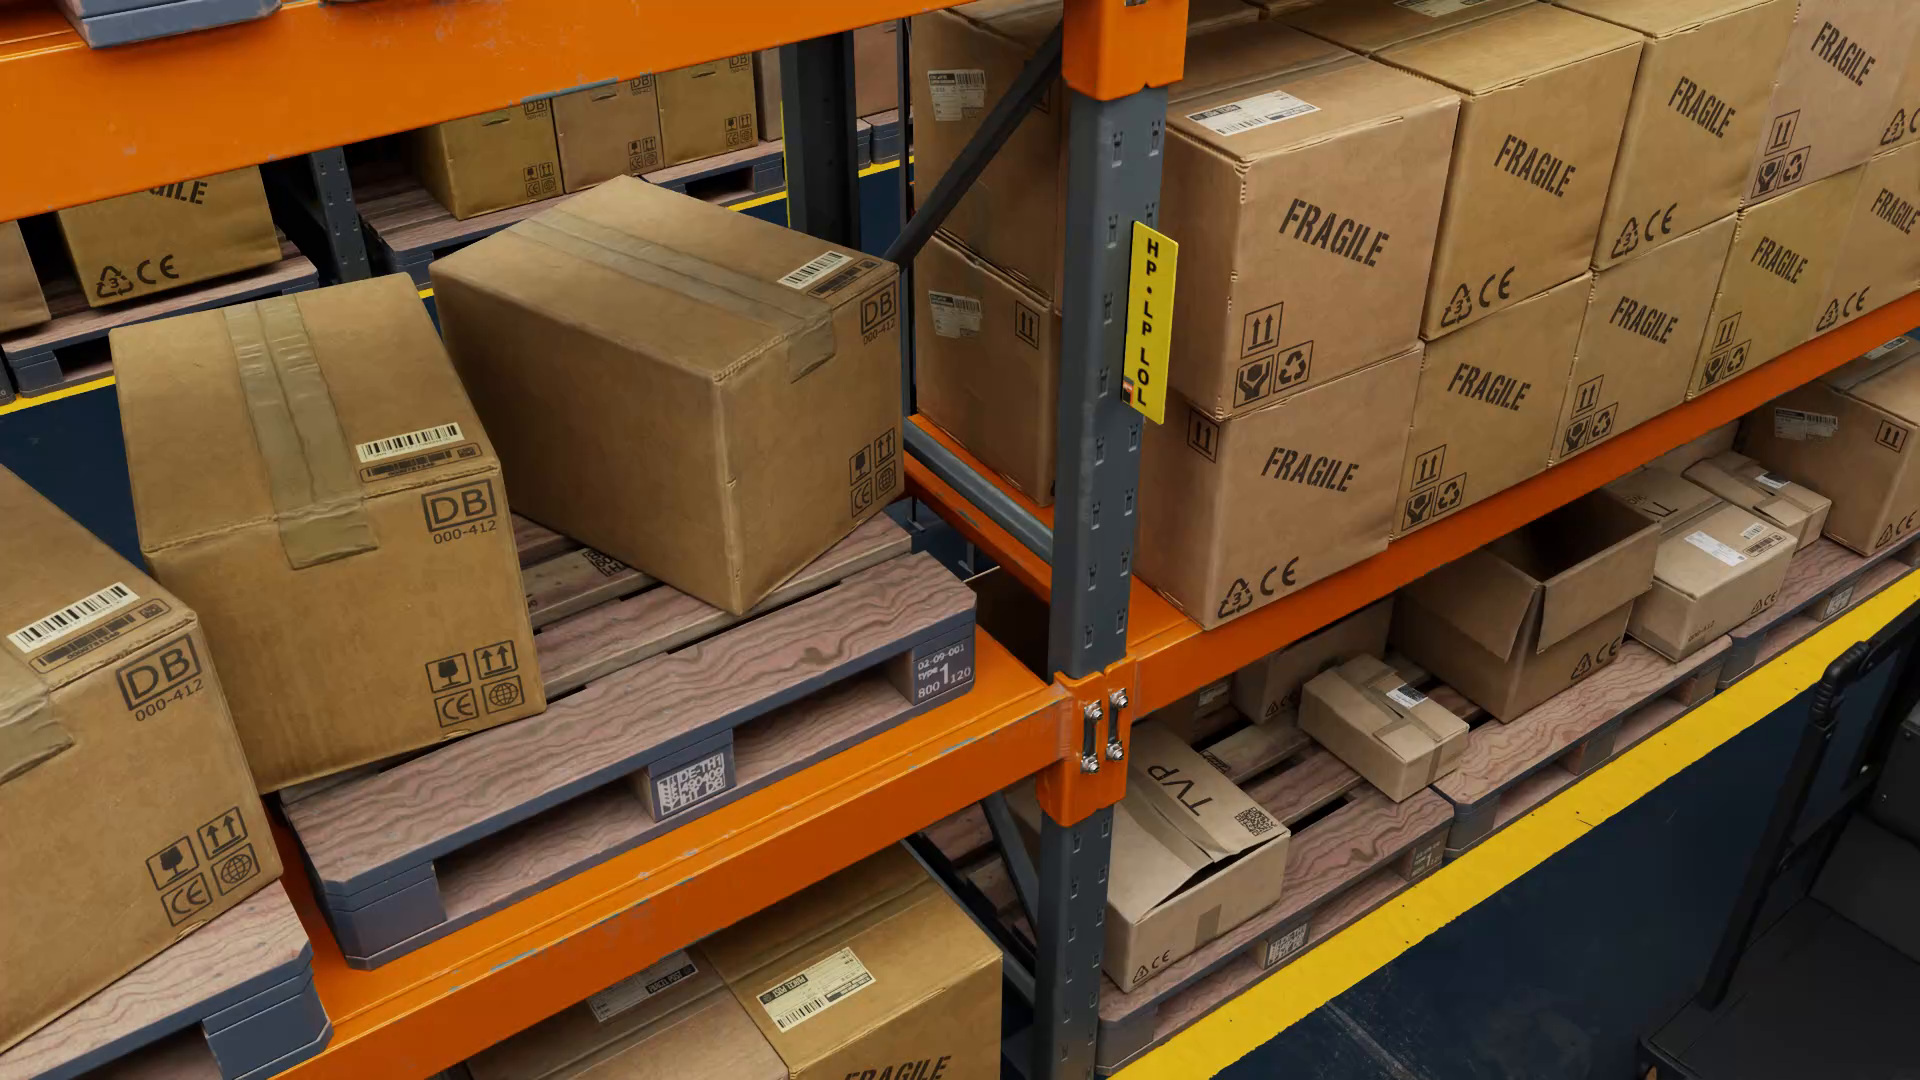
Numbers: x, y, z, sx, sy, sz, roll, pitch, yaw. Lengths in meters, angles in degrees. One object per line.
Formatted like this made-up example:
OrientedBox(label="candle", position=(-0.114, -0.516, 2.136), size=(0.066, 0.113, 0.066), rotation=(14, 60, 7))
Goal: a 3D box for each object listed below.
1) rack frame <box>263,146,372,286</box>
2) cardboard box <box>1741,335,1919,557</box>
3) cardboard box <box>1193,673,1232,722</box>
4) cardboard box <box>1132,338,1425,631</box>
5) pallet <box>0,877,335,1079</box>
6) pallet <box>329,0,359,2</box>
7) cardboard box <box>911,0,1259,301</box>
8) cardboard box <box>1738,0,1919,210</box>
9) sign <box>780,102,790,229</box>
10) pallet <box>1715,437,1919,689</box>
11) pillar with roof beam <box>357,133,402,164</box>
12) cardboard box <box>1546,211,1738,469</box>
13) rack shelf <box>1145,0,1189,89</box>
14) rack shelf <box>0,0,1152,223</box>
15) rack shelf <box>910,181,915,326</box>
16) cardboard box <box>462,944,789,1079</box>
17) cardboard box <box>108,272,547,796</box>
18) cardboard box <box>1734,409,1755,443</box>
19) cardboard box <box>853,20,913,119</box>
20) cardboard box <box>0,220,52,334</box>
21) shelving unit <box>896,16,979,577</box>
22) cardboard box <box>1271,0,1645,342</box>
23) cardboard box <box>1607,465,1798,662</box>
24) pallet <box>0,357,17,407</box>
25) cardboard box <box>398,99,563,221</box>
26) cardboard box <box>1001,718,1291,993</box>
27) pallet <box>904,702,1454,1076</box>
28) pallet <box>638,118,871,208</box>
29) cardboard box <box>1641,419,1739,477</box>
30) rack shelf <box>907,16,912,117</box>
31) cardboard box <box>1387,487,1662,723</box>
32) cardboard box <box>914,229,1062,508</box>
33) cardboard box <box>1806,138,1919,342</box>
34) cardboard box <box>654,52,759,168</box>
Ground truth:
OrientedBox(label="rack frame", position=(-2.876, -2.501, 6.658), size=(0.127, 3.000, 1.000), rotation=(-22, 41, -28))
OrientedBox(label="cardboard box", position=(2.948, -0.347, 5.427), size=(0.500, 0.500, 0.500), rotation=(-22, 41, -28))
OrientedBox(label="cardboard box", position=(0.555, 0.359, 4.747), size=(0.250, 0.149, 0.380), rotation=(-22, 41, -28))
OrientedBox(label="cardboard box", position=(0.554, -0.220, 3.401), size=(0.500, 0.500, 0.500), rotation=(-21, 41, -27))
OrientedBox(label="pallet", position=(-1.702, 0.629, 2.471), size=(1.213, 0.211, 1.003), rotation=(-22, 41, -28))
OrientedBox(label="pallet", position=(-0.593, -1.094, 2.293), size=(1.003, 0.211, 1.213), rotation=(-22, 41, -28))
OrientedBox(label="cardboard box", position=(0.245, -0.878, 3.460), size=(0.500, 0.500, 0.500), rotation=(-22, 41, -28))
OrientedBox(label="cardboard box", position=(1.791, -1.129, 3.809), size=(0.500, 0.500, 0.500), rotation=(-21, 41, -27))
OrientedBox(label="sign", position=(-0.338, -0.746, 3.476), size=(0.005, 0.325, 0.100), rotation=(-22, 41, -28))
OrientedBox(label="pallet", position=(2.537, -0.057, 5.649), size=(1.213, 0.211, 1.003), rotation=(-22, 41, -28))
OrientedBox(label="pillar with roof beam", position=(-0.322, -3.530, 2.951), size=(0.400, 9.000, 9.100), rotation=(-22, 41, -28))
OrientedBox(label="cardboard box", position=(1.381, -0.561, 3.875), size=(0.500, 0.500, 0.500), rotation=(-23, 41, -28))
OrientedBox(label="rack shelf", position=(1.615, -1.736, 3.642), size=(4.000, 0.370, 1.077), rotation=(-22, 41, -28))
OrientedBox(label="rack shelf", position=(-1.654, -0.391, 1.772), size=(4.000, 0.370, 1.077), rotation=(-22, 41, -28))
OrientedBox(label="rack shelf", position=(0.135, -0.897, 5.222), size=(0.480, 0.518, 0.431), rotation=(-22, 41, -28))
OrientedBox(label="cardboard box", position=(-0.667, 1.163, 3.328), size=(0.500, 0.500, 0.500), rotation=(-22, 41, -28))
OrientedBox(label="cardboard box", position=(-1.061, -0.035, 2.784), size=(0.500, 0.500, 0.700), rotation=(-16, 39, -21))
OrientedBox(label="cardboard box", position=(2.710, -0.528, 5.980), size=(0.250, 0.149, 0.380), rotation=(-22, 41, -28))
OrientedBox(label="cardboard box", position=(-0.530, -2.550, 8.508), size=(0.500, 0.500, 0.700), rotation=(-22, 41, -28))
OrientedBox(label="cardboard box", position=(-4.057, -1.218, 6.355), size=(0.750, 0.750, 0.750), rotation=(-21, 41, -27))
OrientedBox(label="shelving unit", position=(0.135, -0.908, 5.214), size=(0.503, 2.100, 0.431), rotation=(-22, 41, -28))
OrientedBox(label="cardboard box", position=(0.949, -0.782, 3.327), size=(0.500, 0.500, 0.500), rotation=(-24, 42, -29))
OrientedBox(label="cardboard box", position=(2.154, 0.060, 5.076), size=(0.500, 0.250, 0.500), rotation=(-22, 41, -28))
OrientedBox(label="pallet", position=(-4.462, -0.661, 6.488), size=(1.213, 0.211, 1.003), rotation=(-22, 41, -28))
OrientedBox(label="cardboard box", position=(-2.206, -1.859, 7.547), size=(0.500, 0.500, 0.700), rotation=(-22, 41, -27))
OrientedBox(label="cardboard box", position=(0.448, 0.737, 4.082), size=(0.500, 0.311, 0.500), rotation=(-22, 41, -28))
OrientedBox(label="pallet", position=(0.542, 0.764, 4.508), size=(1.213, 0.211, 1.003), rotation=(-22, 41, -28))
OrientedBox(label="pallet", position=(-1.211, -2.000, 8.350), size=(1.213, 0.211, 1.003), rotation=(-22, 41, -28))
OrientedBox(label="cardboard box", position=(2.234, -0.330, 5.618), size=(0.500, 0.250, 0.500), rotation=(-22, 41, -28))
OrientedBox(label="rack shelf", position=(0.135, -1.465, 4.814), size=(0.480, 0.518, 0.431), rotation=(-22, 41, -28))
OrientedBox(label="cardboard box", position=(1.513, 0.063, 4.855), size=(0.637, 0.503, 0.797), rotation=(-22, 41, -28))
OrientedBox(label="cardboard box", position=(0.241, -0.469, 3.748), size=(0.500, 0.500, 0.500), rotation=(-22, 41, -27))
OrientedBox(label="cardboard box", position=(2.208, -0.902, 4.350), size=(0.500, 0.500, 0.500), rotation=(-22, 41, -28))
OrientedBox(label="cardboard box", position=(-1.373, -2.198, 8.019), size=(0.500, 0.500, 0.700), rotation=(-21, 41, -27))
